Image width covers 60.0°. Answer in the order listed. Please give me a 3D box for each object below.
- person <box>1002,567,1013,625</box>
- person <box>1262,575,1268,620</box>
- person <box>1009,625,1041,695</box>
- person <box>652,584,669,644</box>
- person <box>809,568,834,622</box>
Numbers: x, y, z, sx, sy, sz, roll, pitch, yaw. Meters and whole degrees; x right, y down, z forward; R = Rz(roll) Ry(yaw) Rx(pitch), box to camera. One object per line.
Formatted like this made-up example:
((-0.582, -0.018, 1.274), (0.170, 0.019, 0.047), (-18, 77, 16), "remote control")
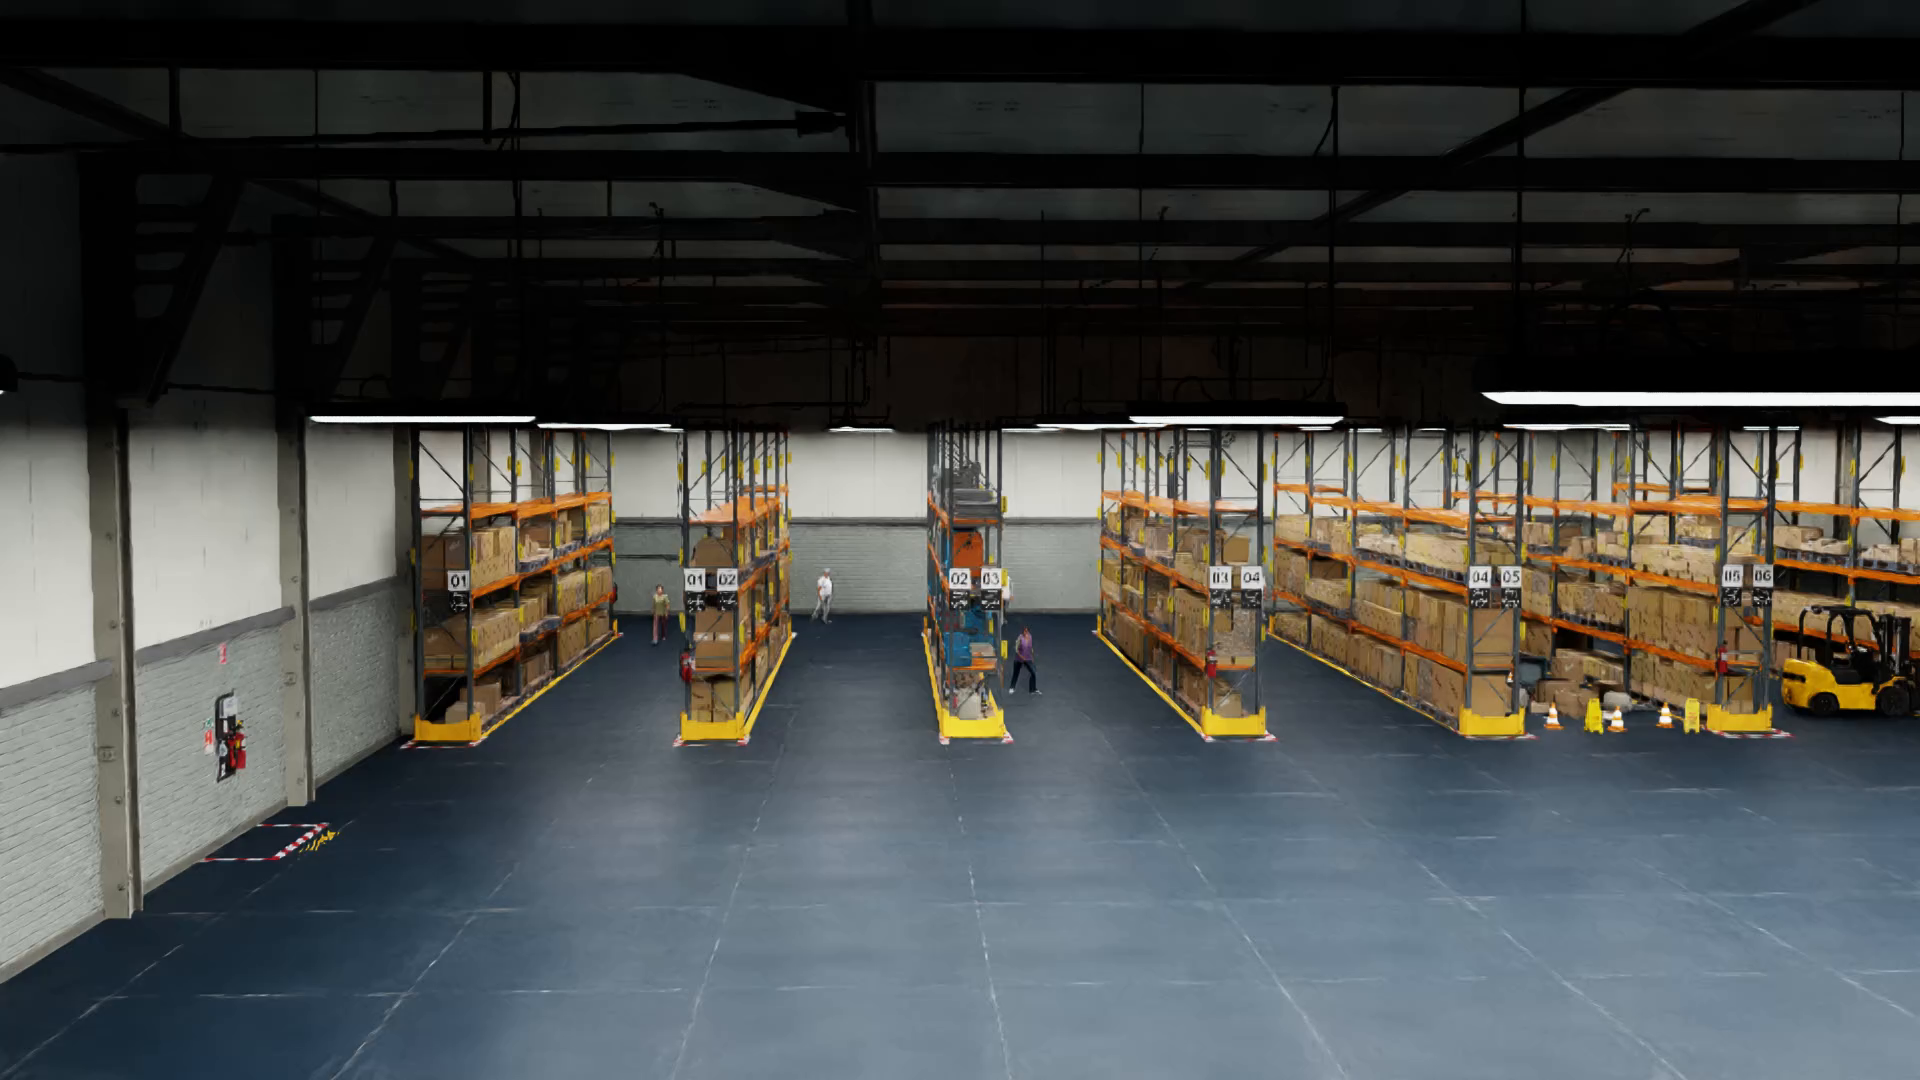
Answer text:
((1.319, 1.677, 49.782), (0.555, 1.725, 1.029), (0, 4, -4), "person")
((9.031, 1.638, 50.542), (0.585, 1.697, 0.977), (1, 4, 18), "person")
((1.398, 2.613, 36.457), (0.562, 1.527, 0.781), (-1, 4, -20), "person")
((-8.179, 2.003, 45.439), (0.446, 1.591, 1.110), (0, 4, -5), "person")
((-4.201, 1.674, 50.402), (0.693, 1.656, 0.539), (-4, 5, -44), "person")
